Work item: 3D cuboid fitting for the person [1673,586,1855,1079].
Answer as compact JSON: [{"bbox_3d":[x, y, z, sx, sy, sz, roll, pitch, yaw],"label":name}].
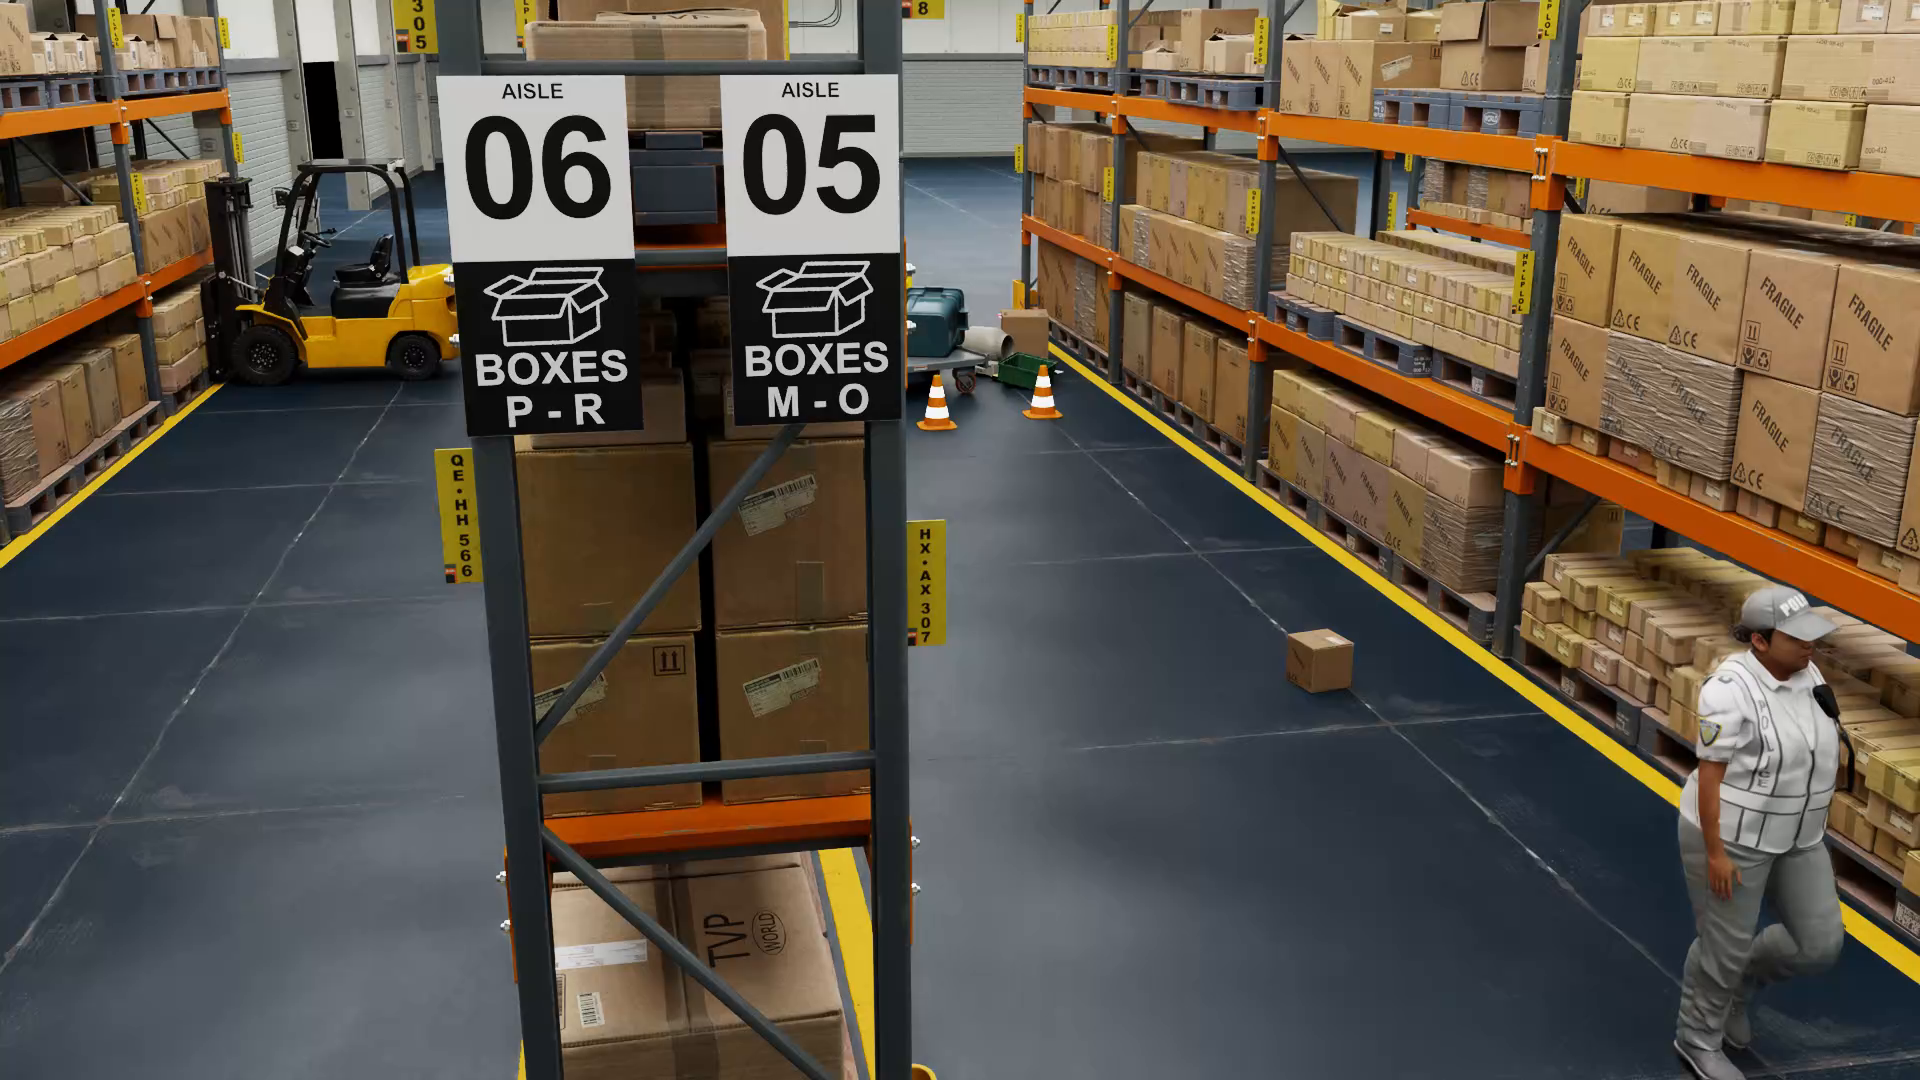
[{"bbox_3d":[2.531,0.942,5.277,0.482,1.658,0.429,-6,18,-20],"label":"person"}]
